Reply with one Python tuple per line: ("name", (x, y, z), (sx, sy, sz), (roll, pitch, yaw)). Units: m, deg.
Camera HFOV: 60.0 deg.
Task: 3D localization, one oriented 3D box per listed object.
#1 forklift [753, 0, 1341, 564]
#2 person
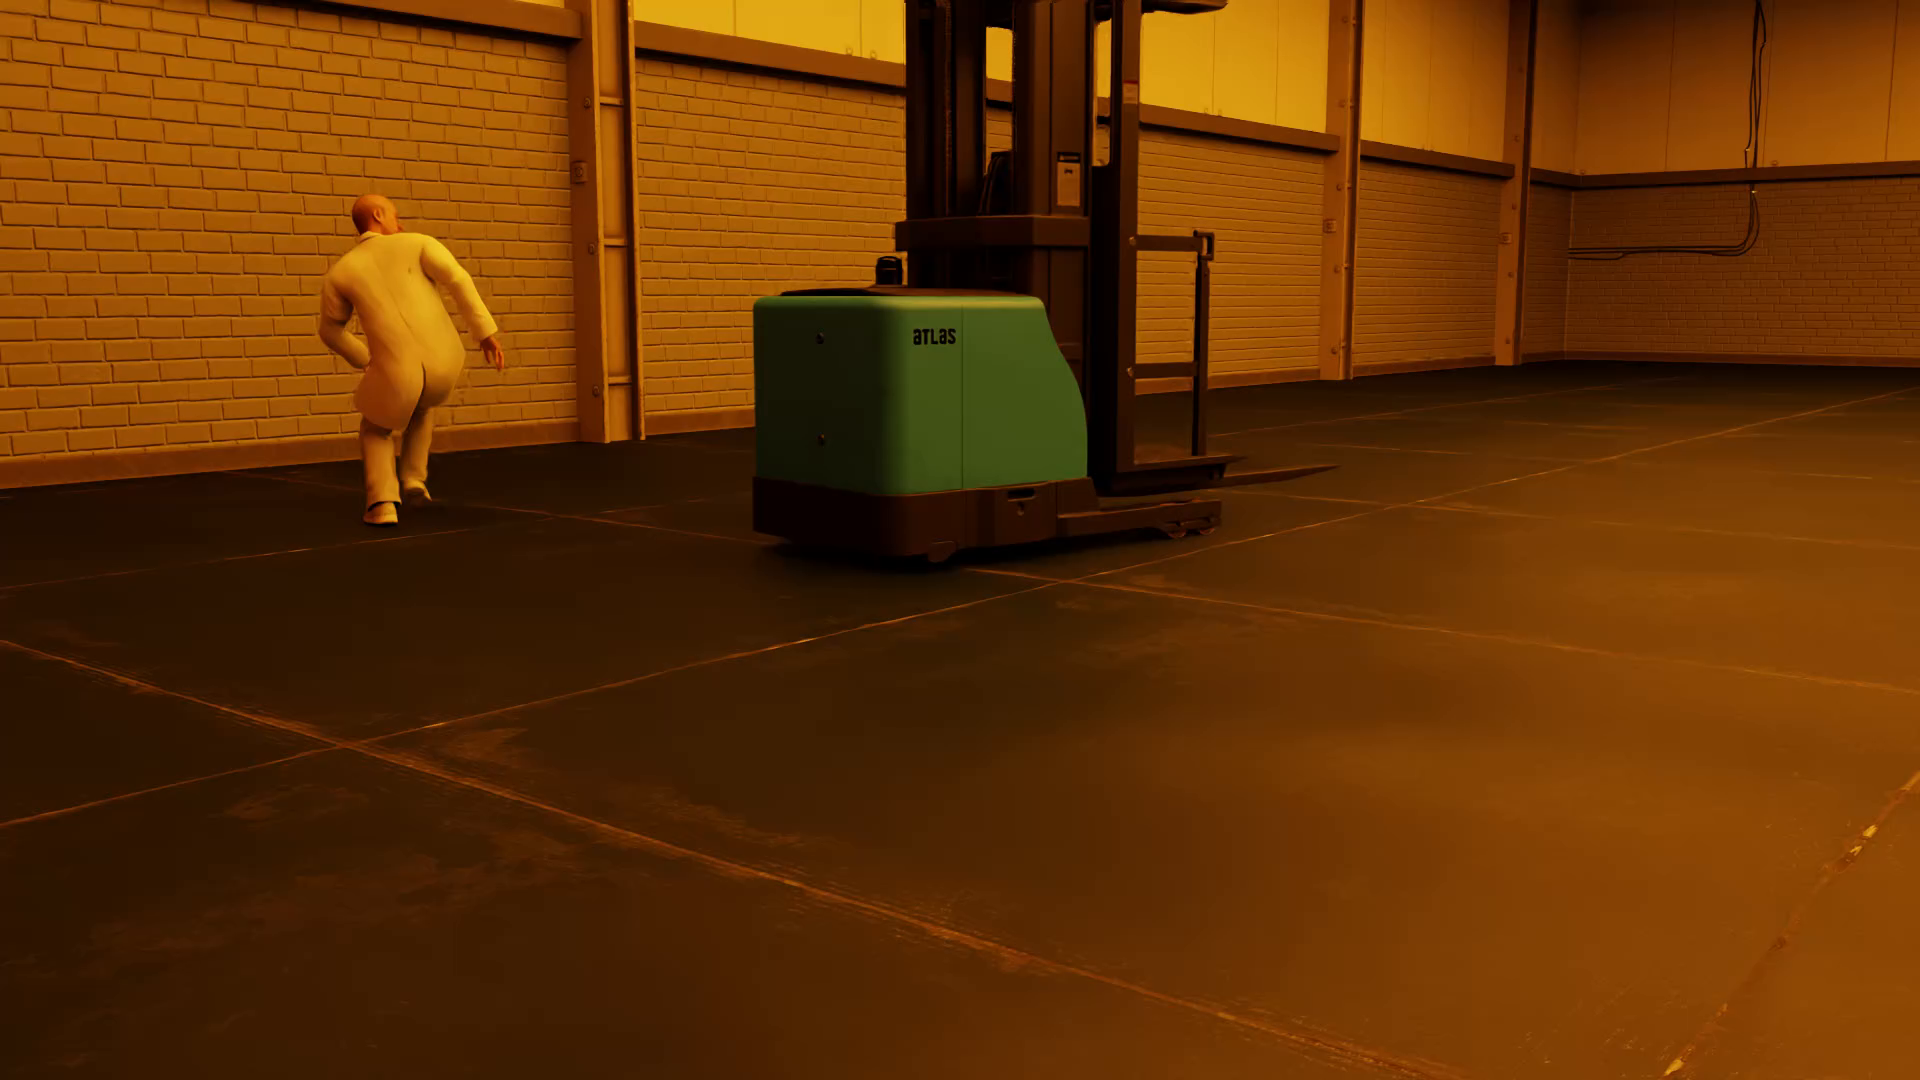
("forklift", (0.563, -1.506, 7.576), (3.031, 2.935, 1.130), (-7, 11, -39))
("person", (-2.678, -0.875, 8.094), (0.808, 1.570, 0.801), (-3, 9, -22))
